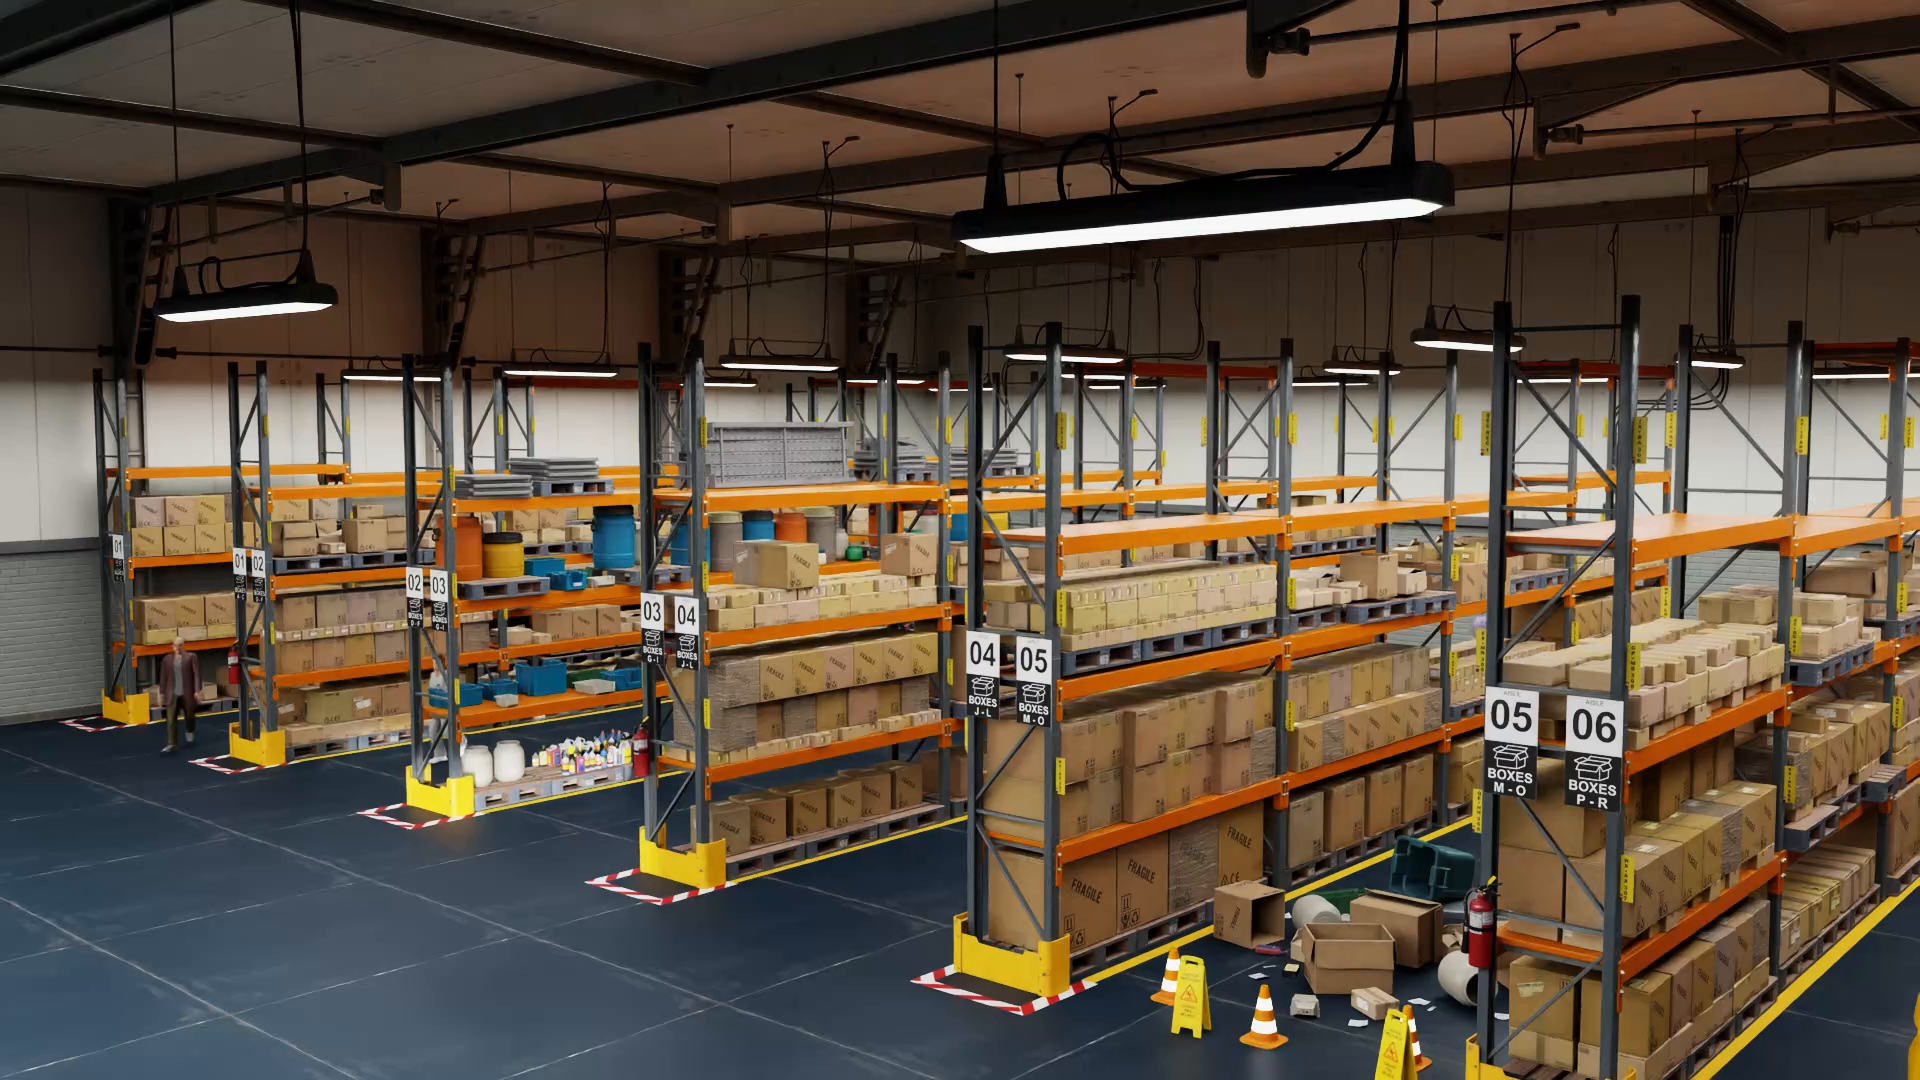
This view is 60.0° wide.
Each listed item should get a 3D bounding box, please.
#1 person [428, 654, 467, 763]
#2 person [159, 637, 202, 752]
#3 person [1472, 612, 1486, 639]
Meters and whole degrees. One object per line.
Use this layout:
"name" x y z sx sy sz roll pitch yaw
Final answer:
"person" -7.734 2.510 25.061 0.508 1.651 0.595 2 4 21
"person" -12.152 2.376 25.938 0.644 1.749 0.985 -1 4 -14
"person" 10.116 1.979 31.992 0.589 1.631 0.486 0 4 0
